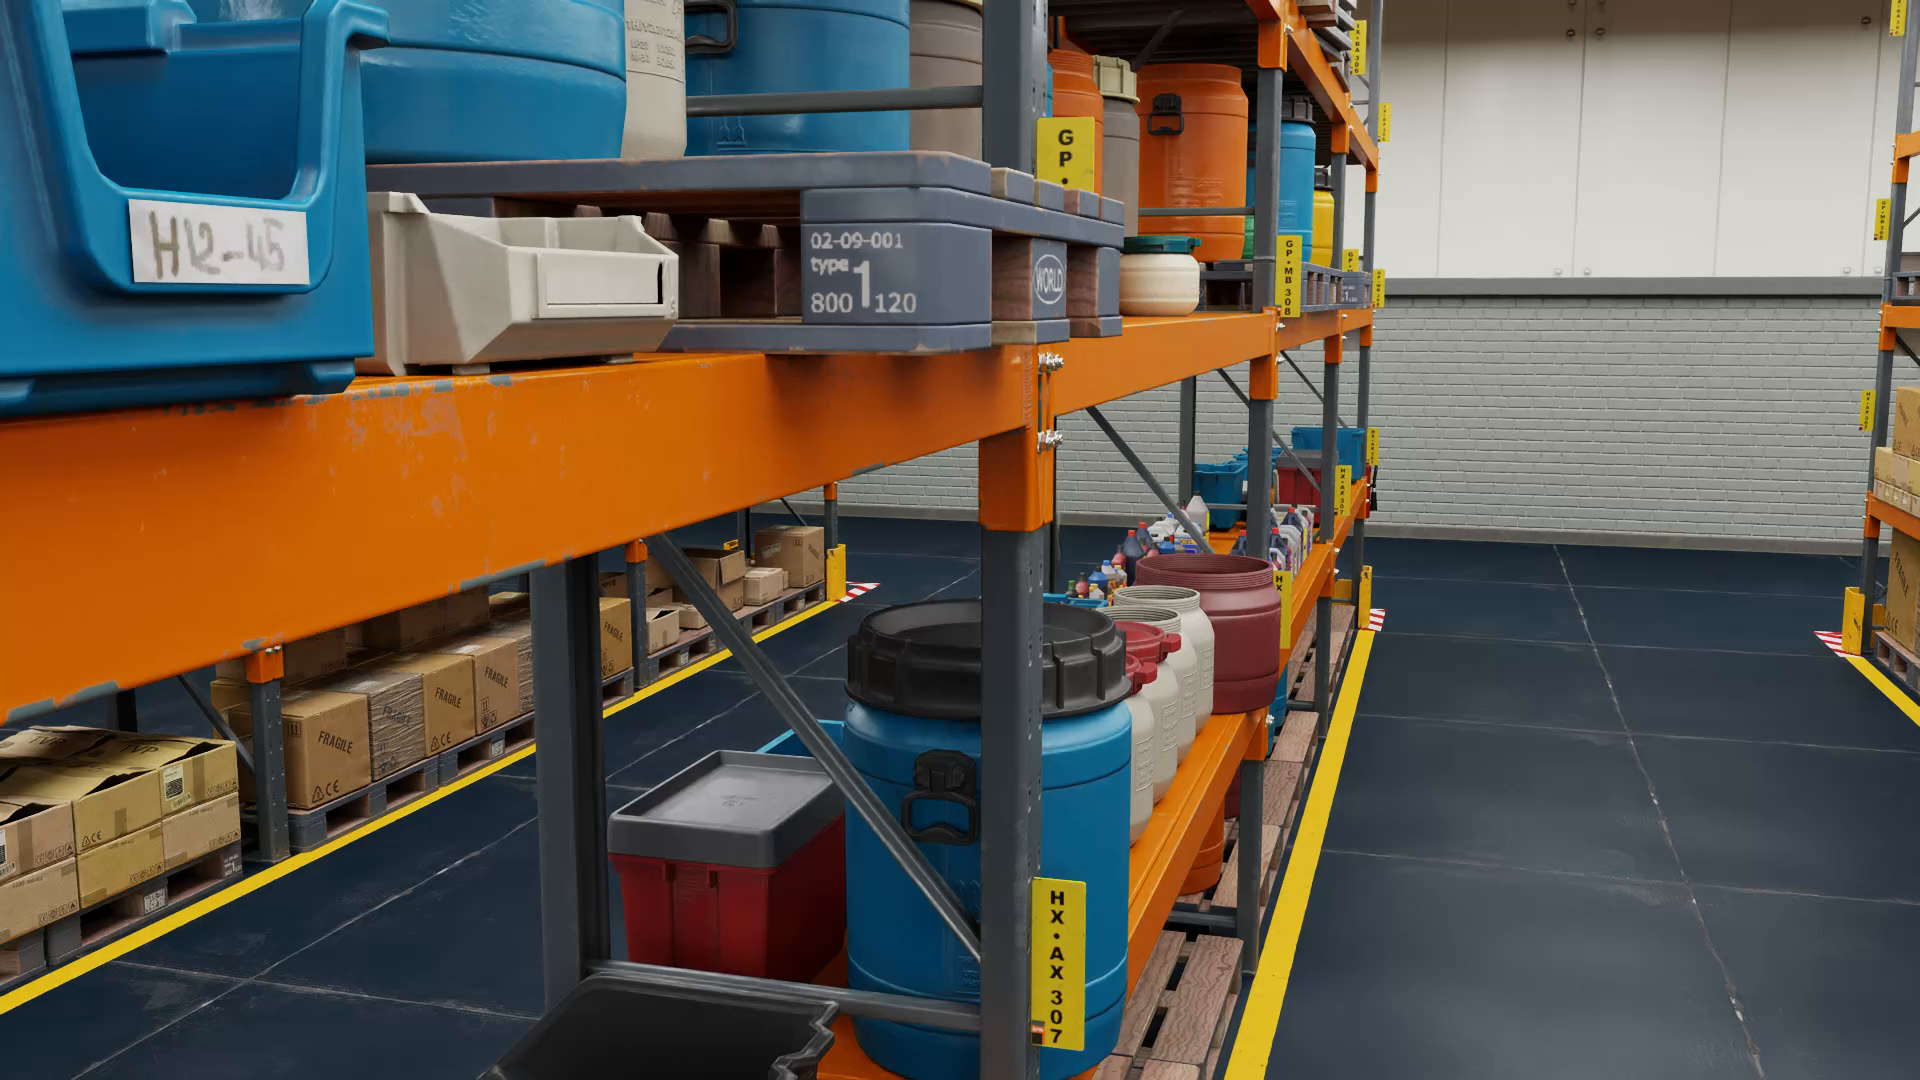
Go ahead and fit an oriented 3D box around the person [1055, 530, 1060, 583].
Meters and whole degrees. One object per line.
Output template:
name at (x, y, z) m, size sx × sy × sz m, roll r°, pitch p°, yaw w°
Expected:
person at (0.639, 0.155, 15.469) m, size 0.540 × 0.976 × 0.872 m, roll 2°, pitch 9°, yaw 16°
